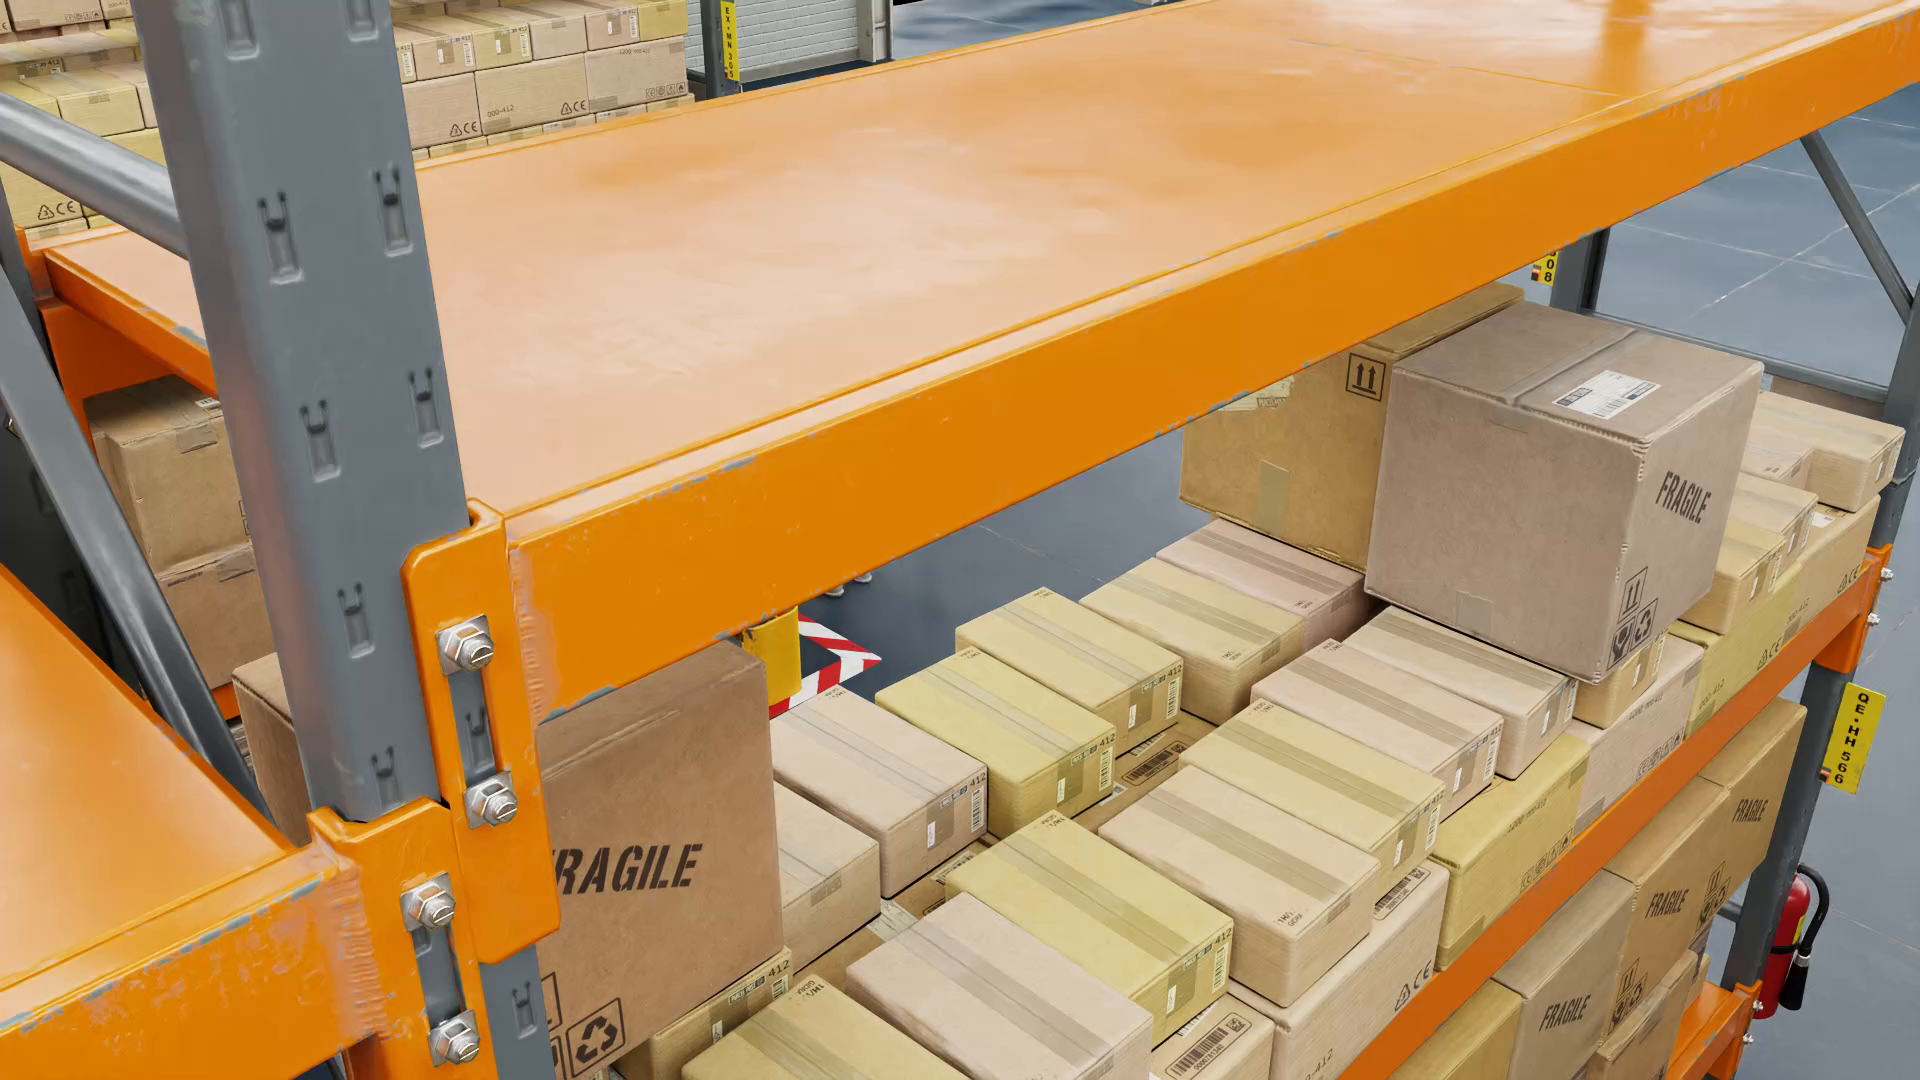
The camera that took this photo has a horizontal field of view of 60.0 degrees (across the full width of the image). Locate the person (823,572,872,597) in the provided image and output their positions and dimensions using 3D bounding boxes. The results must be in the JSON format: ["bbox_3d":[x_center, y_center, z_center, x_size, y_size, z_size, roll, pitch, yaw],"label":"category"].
[{"bbox_3d":[-0.747,-0.456,9.505,0.485,1.651,0.382,-24,36,-38],"label":"person"}]
